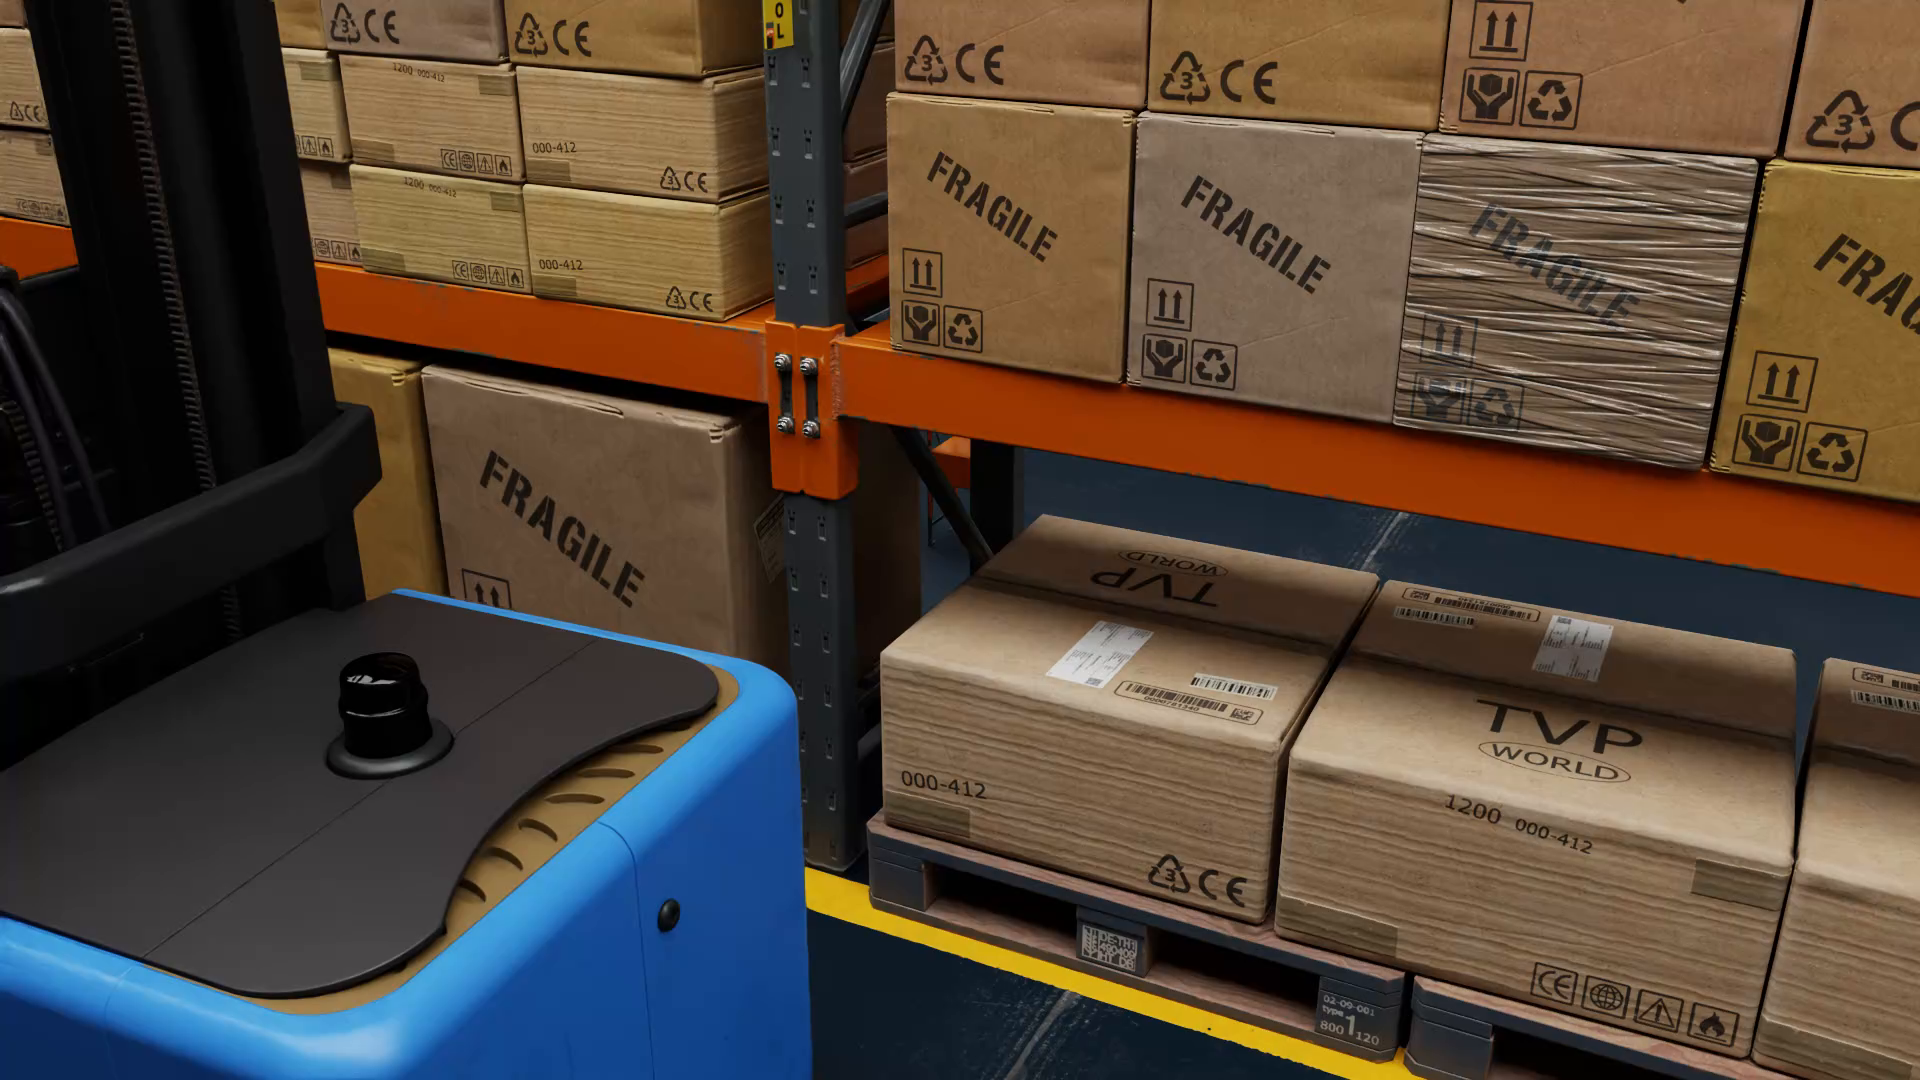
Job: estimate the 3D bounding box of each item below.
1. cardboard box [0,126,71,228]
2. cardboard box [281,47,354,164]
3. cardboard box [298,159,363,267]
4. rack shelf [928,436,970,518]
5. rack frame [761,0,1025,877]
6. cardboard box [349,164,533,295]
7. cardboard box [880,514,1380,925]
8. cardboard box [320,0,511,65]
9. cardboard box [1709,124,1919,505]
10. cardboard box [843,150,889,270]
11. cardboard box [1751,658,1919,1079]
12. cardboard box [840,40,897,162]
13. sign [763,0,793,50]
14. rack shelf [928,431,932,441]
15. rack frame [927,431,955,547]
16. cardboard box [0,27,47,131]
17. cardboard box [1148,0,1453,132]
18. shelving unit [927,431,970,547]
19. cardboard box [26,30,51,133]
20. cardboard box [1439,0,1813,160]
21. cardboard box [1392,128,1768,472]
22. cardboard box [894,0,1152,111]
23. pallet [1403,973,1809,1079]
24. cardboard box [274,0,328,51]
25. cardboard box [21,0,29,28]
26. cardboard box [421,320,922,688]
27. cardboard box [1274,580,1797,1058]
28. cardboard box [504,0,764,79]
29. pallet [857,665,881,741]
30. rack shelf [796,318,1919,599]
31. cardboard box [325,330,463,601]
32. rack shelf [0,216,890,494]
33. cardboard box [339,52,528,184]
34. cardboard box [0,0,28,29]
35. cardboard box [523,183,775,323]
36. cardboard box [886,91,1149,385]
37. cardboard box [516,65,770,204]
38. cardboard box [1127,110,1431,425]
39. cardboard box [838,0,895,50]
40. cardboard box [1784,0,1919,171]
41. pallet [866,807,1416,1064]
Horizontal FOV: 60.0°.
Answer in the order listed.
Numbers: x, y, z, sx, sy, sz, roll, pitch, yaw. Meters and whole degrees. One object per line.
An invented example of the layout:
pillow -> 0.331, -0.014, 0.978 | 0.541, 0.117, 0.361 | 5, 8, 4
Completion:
cardboard box -> -2.418, -1.061, 4.603 | 0.500, 0.250, 0.500 | 12, 26, 26
cardboard box -> -1.521, -1.106, 4.070 | 0.500, 0.250, 0.500 | 12, 26, 26
cardboard box -> -1.513, -0.885, 4.190 | 0.500, 0.250, 0.500 | 10, 25, 23
rack shelf -> 0.048, -0.208, 5.635 | 0.240, 0.259, 0.215 | 11, 25, 25
rack frame -> -0.104, -0.777, 3.744 | 0.127, 3.000, 1.000 | 11, 25, 25
cardboard box -> -1.072, -0.789, 3.965 | 0.500, 0.250, 0.500 | 11, 25, 24
cardboard box -> 0.408, 0.357, 3.814 | 0.875, 0.438, 0.875 | 11, 25, 24
cardboard box -> -1.081, -1.363, 3.717 | 0.500, 0.500, 0.500 | 12, 26, 26
cardboard box -> 1.545, -0.377, 2.676 | 0.500, 0.500, 0.500 | 12, 26, 26
cardboard box -> -0.377, -0.878, 4.173 | 0.500, 0.250, 0.500 | 11, 25, 23
cardboard box -> 2.011, 0.675, 3.067 | 0.875, 0.438, 0.875 | 12, 26, 26
cardboard box -> -0.369, -1.114, 4.089 | 0.500, 0.250, 0.500 | 10, 25, 23
sign -> -0.340, -1.082, 3.083 | 0.005, 0.325, 0.100 | 11, 25, 25
rack shelf -> 0.048, -0.464, 5.526 | 0.240, 0.259, 0.215 | 11, 25, 25
rack frame -> -0.061, -0.495, 5.573 | 0.008, 1.050, 0.200 | 11, 25, 25
cardboard box -> -2.433, -1.284, 4.490 | 0.500, 0.250, 0.500 | 11, 25, 24
cardboard box -> 0.660, -1.023, 2.917 | 0.500, 0.500, 0.500 | 11, 25, 24
shelving unit -> 0.048, -0.474, 5.522 | 0.252, 1.050, 0.215 | 11, 25, 25
cardboard box -> -1.986, -1.190, 4.269 | 0.500, 0.250, 0.500 | 12, 26, 25
cardboard box -> 1.112, -0.928, 2.695 | 0.500, 0.500, 0.500 | 12, 26, 26
cardboard box -> 1.085, -0.468, 2.890 | 0.500, 0.500, 0.500 | 11, 26, 25
cardboard box -> 0.212, -1.114, 3.132 | 0.500, 0.500, 0.500 | 11, 26, 25
pallet -> 1.632, 0.883, 3.404 | 1.213, 0.211, 1.003 | 11, 25, 25
cardboard box -> -1.524, -1.459, 3.943 | 0.500, 0.500, 0.500 | 12, 26, 26
cardboard box -> -1.993, -1.545, 4.146 | 0.500, 0.500, 0.500 | 12, 26, 25
cardboard box -> -0.693, -0.074, 4.269 | 0.875, 0.875, 0.875 | 12, 26, 26
cardboard box -> 1.207, 0.515, 3.443 | 0.875, 0.438, 0.875 | 10, 25, 23
cardboard box -> -0.616, -1.274, 3.508 | 0.500, 0.500, 0.500 | 12, 26, 26
pallet -> -0.826, 0.397, 4.548 | 1.213, 0.211, 1.003 | 11, 25, 25
rack shelf -> 1.681, -0.093, 3.054 | 4.000, 0.370, 1.077 | 11, 25, 25
cardboard box -> -1.503, -0.231, 4.638 | 0.875, 0.875, 0.875 | 12, 26, 26
rack shelf -> -1.889, -0.799, 4.715 | 4.000, 0.370, 1.077 | 11, 25, 25
cardboard box -> -1.056, -1.016, 3.860 | 0.500, 0.250, 0.500 | 12, 26, 26
cardboard box -> -2.442, -1.636, 4.358 | 0.500, 0.500, 0.500 | 12, 26, 26
cardboard box -> -0.618, -0.699, 3.752 | 0.500, 0.250, 0.500 | 11, 25, 23
cardboard box -> 0.197, -0.648, 3.314 | 0.500, 0.500, 0.500 | 12, 26, 26
cardboard box -> -0.607, -0.931, 3.659 | 0.500, 0.250, 0.500 | 11, 25, 24
cardboard box -> 0.644, -0.558, 3.102 | 0.500, 0.500, 0.500 | 11, 26, 25
cardboard box -> -0.367, -1.461, 3.947 | 0.500, 0.500, 0.500 | 12, 26, 25
cardboard box -> 1.561, -0.839, 2.484 | 0.500, 0.500, 0.500 | 11, 25, 24
pallet -> 0.540, 0.668, 3.909 | 1.213, 0.211, 1.003 | 11, 25, 25
